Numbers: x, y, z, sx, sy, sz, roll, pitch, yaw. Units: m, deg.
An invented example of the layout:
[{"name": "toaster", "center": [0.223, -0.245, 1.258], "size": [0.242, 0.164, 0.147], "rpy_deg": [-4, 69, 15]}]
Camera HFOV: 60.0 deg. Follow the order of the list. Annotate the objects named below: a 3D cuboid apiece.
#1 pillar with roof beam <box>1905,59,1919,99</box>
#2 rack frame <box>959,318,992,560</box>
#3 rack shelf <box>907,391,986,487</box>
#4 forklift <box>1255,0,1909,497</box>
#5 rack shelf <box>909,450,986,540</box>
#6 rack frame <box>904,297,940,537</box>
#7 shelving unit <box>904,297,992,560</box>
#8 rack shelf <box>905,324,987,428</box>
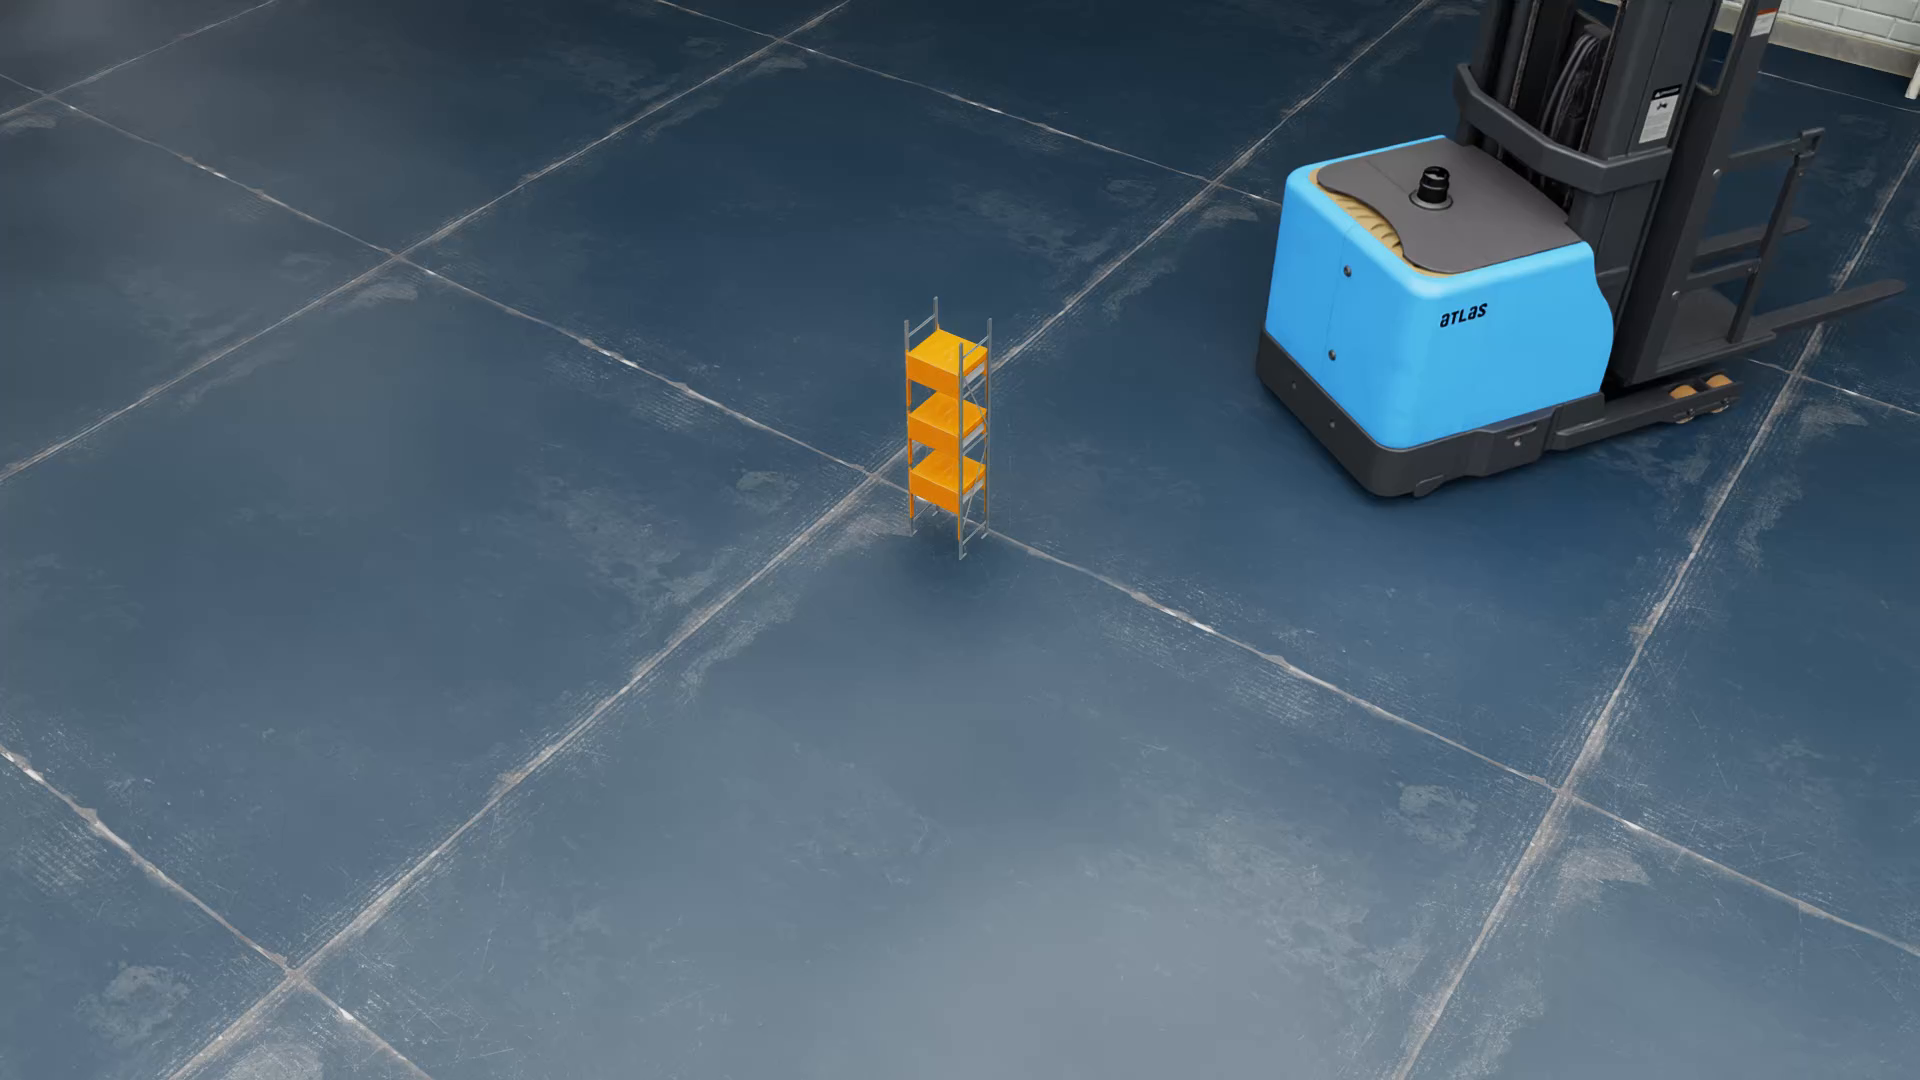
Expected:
[{"name": "pillar with roof beam", "center": [3.239, -3.575, 3.996], "size": [0.400, 9.000, 9.100], "rpy_deg": [25, 48, 25]}, {"name": "rack frame", "center": [0.056, -0.365, 6.371], "size": [0.008, 1.050, 0.200], "rpy_deg": [25, 48, 25]}, {"name": "rack shelf", "center": [-0.044, -0.404, 6.430], "size": [0.240, 0.259, 0.215], "rpy_deg": [25, 48, 25]}, {"name": "forklift", "center": [2.896, -1.914, 6.691], "size": [3.031, 2.935, 1.130], "rpy_deg": [-16, 44, -17]}, {"name": "rack shelf", "center": [-0.044, -0.197, 6.615], "size": [0.240, 0.259, 0.215], "rpy_deg": [25, 48, 25]}, {"name": "rack frame", "center": [-0.144, -0.458, 6.475], "size": [0.008, 1.050, 0.200], "rpy_deg": [25, 48, 25]}, {"name": "shelving unit", "center": [-0.044, -0.412, 6.423], "size": [0.252, 1.050, 0.215], "rpy_deg": [25, 48, 25]}, {"name": "rack shelf", "center": [-0.044, -0.615, 6.241], "size": [0.240, 0.259, 0.215], "rpy_deg": [25, 48, 25]}]
